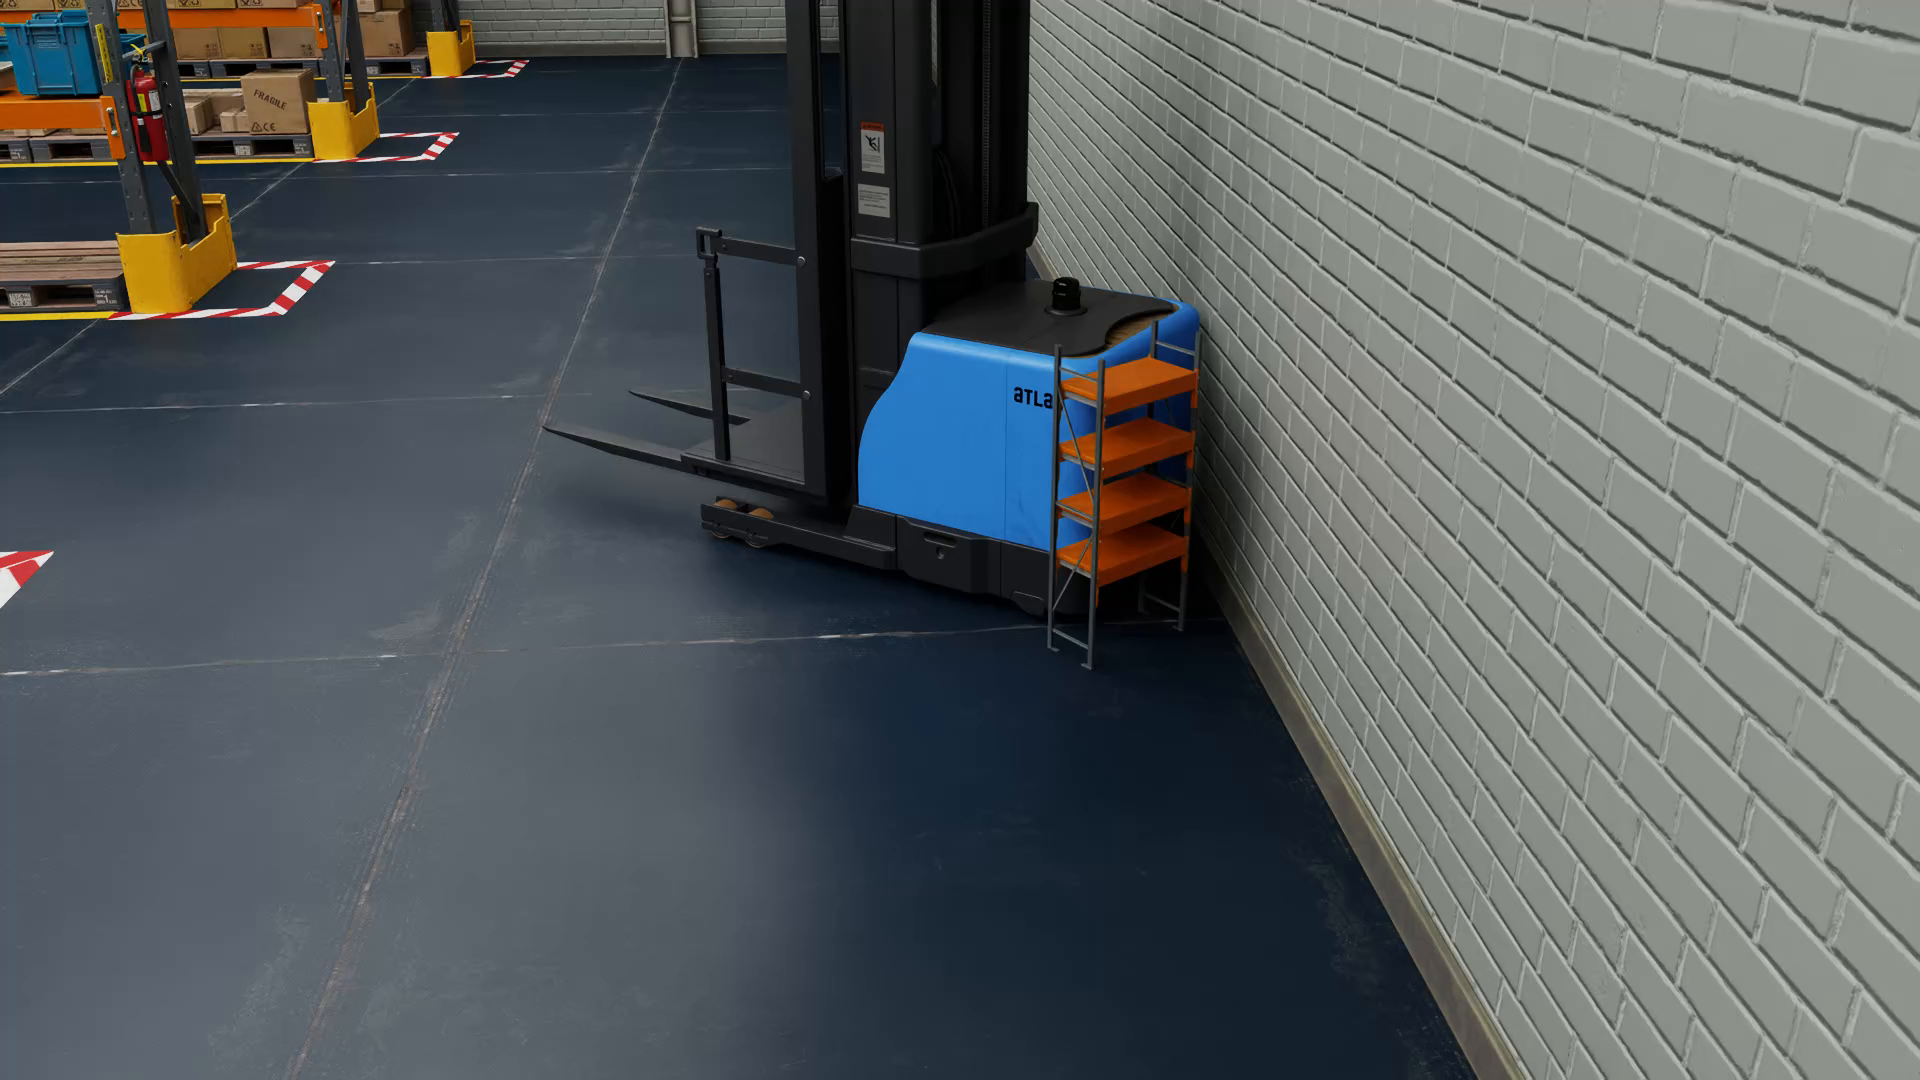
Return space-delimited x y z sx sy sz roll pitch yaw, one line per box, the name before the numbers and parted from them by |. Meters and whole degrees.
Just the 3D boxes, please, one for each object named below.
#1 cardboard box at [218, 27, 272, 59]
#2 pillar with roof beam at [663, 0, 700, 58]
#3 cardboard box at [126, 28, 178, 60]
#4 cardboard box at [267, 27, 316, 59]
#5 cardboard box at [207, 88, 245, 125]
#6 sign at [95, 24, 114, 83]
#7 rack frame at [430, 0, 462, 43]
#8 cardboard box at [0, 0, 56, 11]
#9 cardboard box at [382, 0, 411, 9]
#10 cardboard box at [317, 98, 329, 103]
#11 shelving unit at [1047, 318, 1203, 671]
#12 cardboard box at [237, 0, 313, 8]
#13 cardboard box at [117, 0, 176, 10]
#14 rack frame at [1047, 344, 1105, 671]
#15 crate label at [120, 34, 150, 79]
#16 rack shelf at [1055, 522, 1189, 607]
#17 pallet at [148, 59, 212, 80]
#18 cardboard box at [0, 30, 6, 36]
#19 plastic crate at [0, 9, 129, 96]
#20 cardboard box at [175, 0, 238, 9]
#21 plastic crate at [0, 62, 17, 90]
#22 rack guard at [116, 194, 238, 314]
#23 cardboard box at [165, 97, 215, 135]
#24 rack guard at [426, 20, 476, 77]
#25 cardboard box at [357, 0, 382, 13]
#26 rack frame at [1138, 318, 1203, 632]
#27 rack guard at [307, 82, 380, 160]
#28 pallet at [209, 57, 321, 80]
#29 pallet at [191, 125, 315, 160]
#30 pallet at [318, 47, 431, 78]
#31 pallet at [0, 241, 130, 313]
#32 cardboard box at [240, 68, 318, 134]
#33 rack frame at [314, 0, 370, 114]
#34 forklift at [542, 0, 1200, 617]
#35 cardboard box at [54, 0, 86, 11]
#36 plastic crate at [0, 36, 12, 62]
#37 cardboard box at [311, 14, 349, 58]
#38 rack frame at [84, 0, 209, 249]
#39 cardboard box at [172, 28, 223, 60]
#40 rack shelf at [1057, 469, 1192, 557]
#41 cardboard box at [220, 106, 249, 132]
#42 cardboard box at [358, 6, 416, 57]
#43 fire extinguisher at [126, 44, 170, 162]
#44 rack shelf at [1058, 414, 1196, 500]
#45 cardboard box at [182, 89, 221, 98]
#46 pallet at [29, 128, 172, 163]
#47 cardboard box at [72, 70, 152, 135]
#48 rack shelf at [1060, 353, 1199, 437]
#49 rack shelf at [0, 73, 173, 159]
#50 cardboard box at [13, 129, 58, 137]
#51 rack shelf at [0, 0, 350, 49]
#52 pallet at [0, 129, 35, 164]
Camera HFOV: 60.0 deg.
cardboard box | -8.314 -5.944 19.491 0.500 0.500 0.700 -2 24 -4
pillar with roof beam | -3.073 -8.486 15.263 0.400 9.000 9.100 -2 24 -5
cardboard box | -9.325 -5.906 19.405 0.500 0.500 0.700 -2 24 -4
cardboard box | -7.784 -5.968 19.546 0.500 0.500 0.700 -3 24 -7
cardboard box | -6.674 -4.043 15.497 0.500 0.250 0.500 -2 24 -5
sign | -5.054 -2.876 9.827 0.005 0.325 0.100 -2 24 -5
rack frame | -6.098 -7.028 19.368 0.127 3.000 1.000 -2 24 -5
cardboard box | -8.047 -4.862 14.373 0.500 0.500 0.500 -2 24 -5
cardboard box | -6.680 -6.391 19.698 0.250 0.149 0.380 -2 24 -5
cardboard box | -6.058 -4.046 15.628 0.250 0.149 0.380 -2 24 -5
shelving unit | 0.602 -0.167 6.148 0.503 1.200 0.258 -19 30 -36
cardboard box | -6.027 -4.943 14.555 0.500 0.500 0.500 -2 24 -4
cardboard box | -7.040 -4.903 14.466 0.500 0.500 0.500 -2 24 -5
rack frame | 0.415 -0.103 6.005 0.015 1.200 0.240 -19 30 -36
crate label | -5.403 -3.097 10.658 0.303 0.233 0.416 -2 24 -5
rack shelf | 0.602 0.076 6.256 0.480 0.148 0.258 -19 30 -36
pallet | -9.315 -5.592 19.572 1.213 0.211 1.003 -2 24 -5
cardboard box | -10.713 -5.999 19.183 0.750 0.750 0.750 -2 24 -5
plastic crate | -5.440 -2.978 10.139 0.499 0.435 0.616 -2 24 -5
cardboard box | -6.543 -4.921 14.505 0.500 0.500 0.500 -2 24 -5
plastic crate | -5.918 -2.824 10.162 0.243 0.136 0.396 -2 24 -5
rack guard | -5.102 -1.887 10.880 0.348 0.500 1.175 -2 24 -5
cardboard box | -7.073 -3.823 15.002 0.500 0.250 0.500 -2 24 -5
rack guard | -6.075 -5.886 19.878 0.348 0.500 1.175 -2 24 -5
cardboard box | -6.895 -6.226 19.327 0.250 0.149 0.380 -3 24 -6
rack frame | 0.789 -0.230 6.291 0.015 1.200 0.240 -19 30 -36
rack guard | -5.683 -3.880 15.364 0.348 0.500 1.175 -2 24 -5
pallet | -8.098 -5.642 19.684 1.213 0.211 1.003 -2 24 -5
pallet | -6.477 -3.716 15.350 1.213 0.211 1.003 -2 24 -5
pallet | -6.886 -5.690 19.791 1.213 0.211 1.003 -2 24 -5
pallet | -5.949 -1.732 10.886 1.213 0.211 1.003 -2 24 -5
cardboard box | -6.125 -3.963 15.009 0.500 0.500 0.500 -2 24 -5
rack frame | -5.608 -5.025 14.863 0.127 3.000 1.000 -2 24 -5
forklift | -0.532 -1.473 6.954 3.031 2.935 1.130 14 28 29
cardboard box | -7.541 -4.883 14.421 0.500 0.500 0.500 -3 24 -6
plastic crate | -6.058 -3.071 10.598 0.300 0.233 0.416 -2 24 -5
cardboard box | -7.283 -5.989 19.591 0.500 0.500 0.700 -2 24 -5
rack frame | -5.125 -3.023 10.358 0.127 3.000 1.000 -2 24 -5
cardboard box | -8.825 -5.925 19.447 0.500 0.500 0.700 -3 24 -6
rack shelf | 0.602 -0.105 6.175 0.480 0.148 0.258 -19 30 -36
cardboard box | -6.537 -3.831 15.122 0.250 0.166 0.380 -2 24 -5
cardboard box | -6.785 -6.009 19.636 0.500 0.500 0.700 -2 24 -5
fire extinguisher | -4.930 -2.640 10.050 0.183 0.674 0.296 -2 24 -5
rack shelf | 0.602 -0.310 6.085 0.480 0.148 0.258 -19 30 -36
cardboard box | -7.172 -4.023 15.452 0.500 0.250 0.500 -2 24 -5
pallet | -7.688 -3.668 15.244 1.213 0.211 1.003 -2 24 -5
cardboard box | -7.719 -4.003 15.095 0.637 0.503 0.797 -2 24 -5
rack shelf | 0.602 -0.526 5.988 0.480 0.148 0.258 -19 30 -36
rack shelf | -7.115 -2.615 10.325 4.000 0.370 1.077 -2 24 -5
cardboard box | -8.290 -3.740 14.918 0.250 0.166 0.380 -2 24 -5
rack shelf | -7.598 -4.617 14.830 4.000 0.370 1.077 -2 24 -5
pallet | -8.905 -3.618 15.131 1.213 0.211 1.003 -2 24 -5
